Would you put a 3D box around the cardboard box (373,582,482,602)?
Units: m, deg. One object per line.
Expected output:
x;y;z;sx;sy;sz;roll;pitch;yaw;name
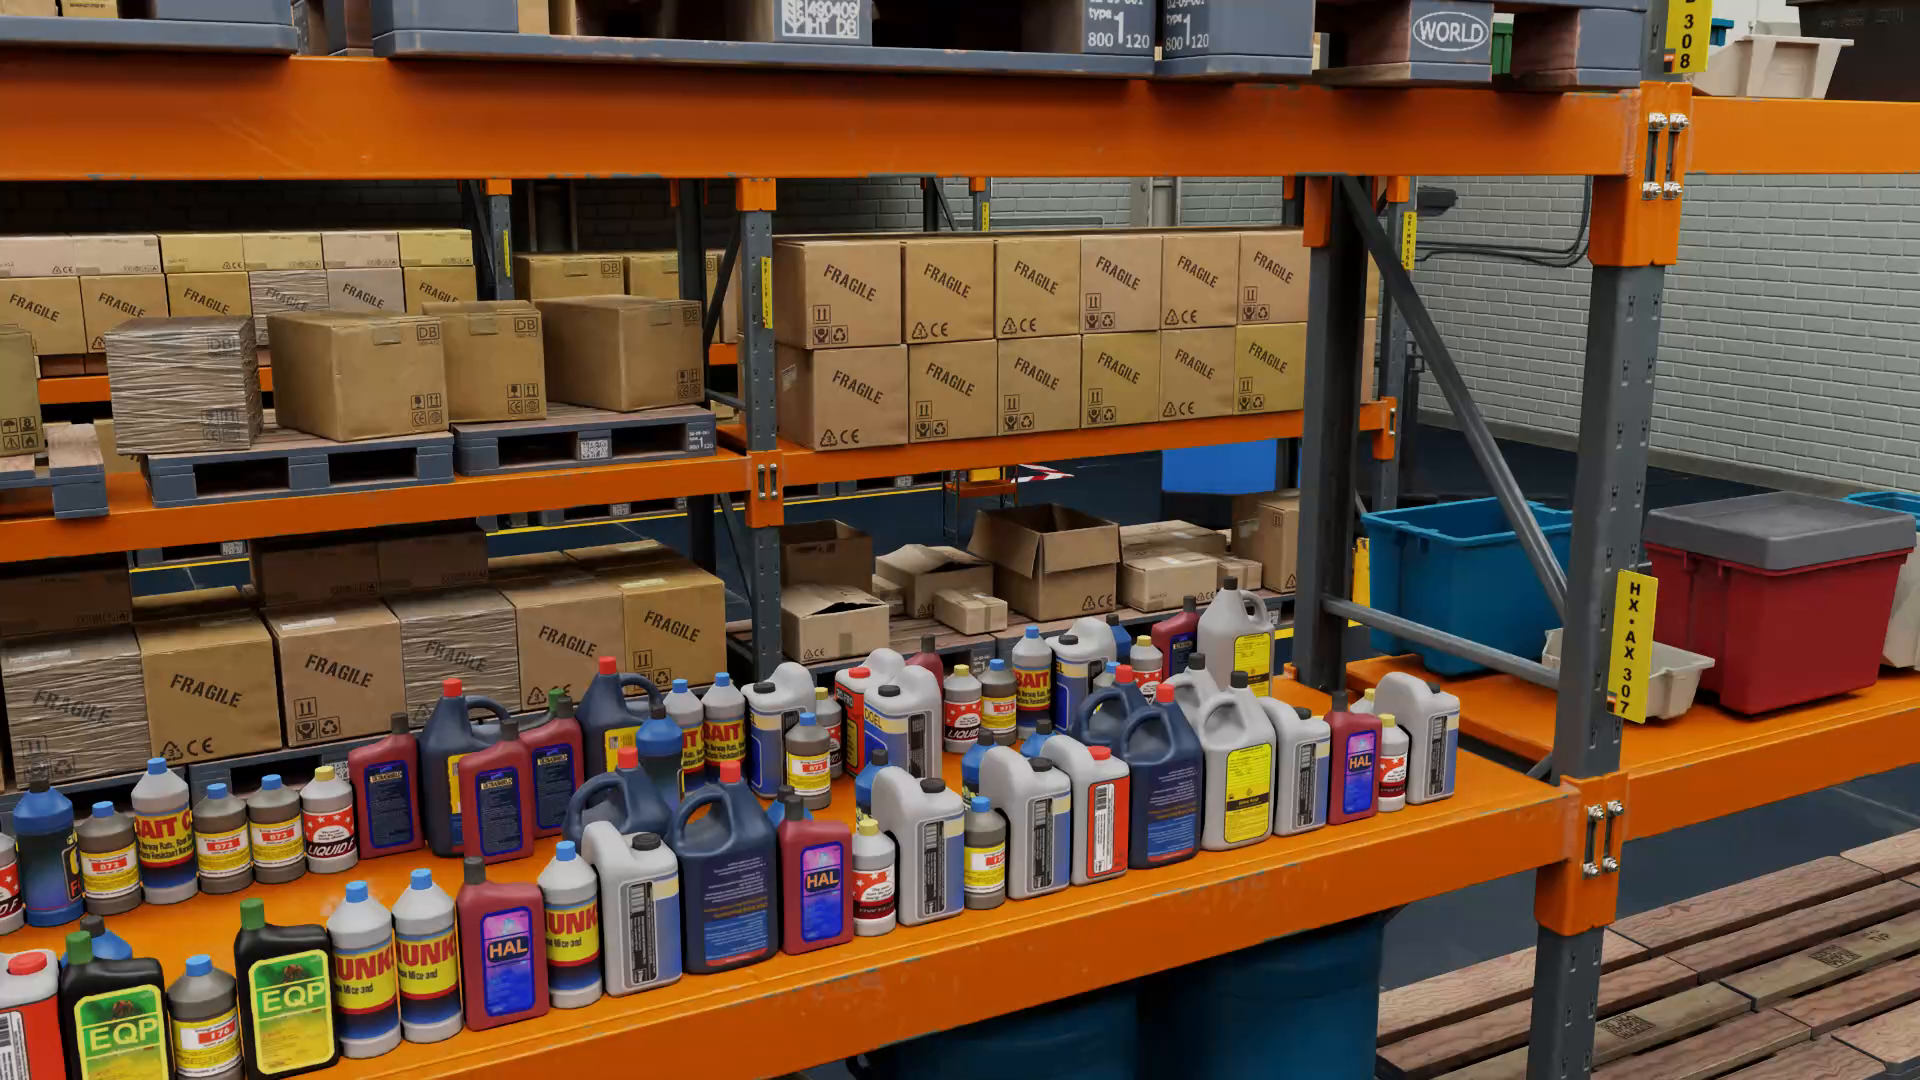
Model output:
-2.617;0.423;8.087;0.500;0.500;0.500;-7;14;-27;cardboard box

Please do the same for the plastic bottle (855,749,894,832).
-0.153;0.535;3.194;0.097;0.271;0.097;0;13;0;plastic bottle

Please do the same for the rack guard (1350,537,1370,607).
2.273;0.112;10.473;0.348;0.500;1.175;-7;14;-28;rack guard

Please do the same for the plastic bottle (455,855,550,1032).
-0.741;0.642;2.690;0.133;0.283;0.061;-7;14;-28;plastic bottle

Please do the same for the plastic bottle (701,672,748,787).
-0.521;0.427;3.673;0.097;0.271;0.097;0;13;0;plastic bottle

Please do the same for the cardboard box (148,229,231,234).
-5.430;-2.056;11.755;0.500;0.250;0.500;-7;15;-29;cardboard box

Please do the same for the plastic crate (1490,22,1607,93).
1.426;-1.203;4.271;0.662;0.188;0.450;-7;14;-28;plastic crate

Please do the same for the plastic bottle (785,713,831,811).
-0.330;0.476;3.613;0.097;0.201;0.097;0;13;0;plastic bottle

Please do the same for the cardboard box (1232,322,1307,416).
1.624;-1.009;9.535;0.500;0.500;0.500;-7;14;-27;cardboard box

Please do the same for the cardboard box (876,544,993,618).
-0.148;0.209;9.471;0.500;0.311;0.500;-7;14;-28;cardboard box

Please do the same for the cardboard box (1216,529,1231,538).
1.808;0.039;10.597;0.250;0.149;0.380;-7;14;-28;cardboard box

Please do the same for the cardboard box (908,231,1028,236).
0.040;-1.442;9.179;0.500;0.500;0.500;-7;14;-27;cardboard box

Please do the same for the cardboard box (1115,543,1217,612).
1.133;0.210;9.604;0.500;0.250;0.500;-7;14;-28;cardboard box

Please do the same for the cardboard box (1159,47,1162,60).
1.132;-2.542;8.943;0.500;0.250;0.500;-7;14;-28;cardboard box

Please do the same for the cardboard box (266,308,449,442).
-2.692;-0.751;7.428;0.500;0.500;0.700;-12;17;-42;cardboard box

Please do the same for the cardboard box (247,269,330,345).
-4.720;-1.649;11.652;0.500;0.500;0.500;-7;14;-28;cardboard box

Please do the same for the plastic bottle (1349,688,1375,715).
0.932;0.439;3.780;0.097;0.201;0.097;0;13;0;plastic bottle

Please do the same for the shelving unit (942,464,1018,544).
0.145;-0.603;12.055;0.503;1.200;0.258;-7;14;-28;shelving unit

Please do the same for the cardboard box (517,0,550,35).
-2.224;-2.347;7.462;0.600;0.600;0.600;-7;14;-28;cardboard box

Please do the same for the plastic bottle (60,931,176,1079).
-1.231;0.701;2.429;0.133;0.283;0.061;-7;14;-28;plastic bottle

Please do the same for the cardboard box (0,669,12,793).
-4.145;0.738;6.688;0.500;0.500;0.500;-6;14;-25;cardboard box

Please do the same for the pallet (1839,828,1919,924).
3.968;1.279;5.944;1.213;0.211;1.003;-7;14;-28;pallet

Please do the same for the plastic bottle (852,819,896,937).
-0.165;0.608;3.026;0.097;0.201;0.097;0;13;0;plastic bottle

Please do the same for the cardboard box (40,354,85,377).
-5.998;-1.192;11.101;0.250;0.149;0.380;-7;14;-28;cardboard box

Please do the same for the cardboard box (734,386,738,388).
-1.701;-1.197;13.854;0.250;0.149;0.380;-7;14;-27;cardboard box

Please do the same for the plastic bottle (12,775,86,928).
-1.678;0.566;3.057;0.097;0.271;0.097;0;13;0;plastic bottle

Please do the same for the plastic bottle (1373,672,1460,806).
1.008;0.425;3.673;0.135;0.276;0.152;-7;14;-28;plastic bottle

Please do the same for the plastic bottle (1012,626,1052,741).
0.174;0.344;4.043;0.097;0.271;0.097;0;13;0;plastic bottle

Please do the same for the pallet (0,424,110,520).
-4.120;-0.265;6.892;1.003;0.211;1.213;-7;14;-28;pallet

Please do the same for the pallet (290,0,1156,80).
-0.436;-0.890;2.829;1.213;0.211;1.003;-7;14;-28;pallet

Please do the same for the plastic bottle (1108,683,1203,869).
0.387;0.464;3.330;0.185;0.351;0.144;-7;14;-28;plastic bottle

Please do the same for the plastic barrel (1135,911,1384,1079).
0.714;1.133;4.065;0.708;0.901;0.600;-7;14;-28;plastic barrel

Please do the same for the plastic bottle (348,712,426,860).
-1.158;0.493;3.352;0.133;0.283;0.061;-7;14;-28;plastic bottle

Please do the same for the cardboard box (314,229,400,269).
-4.288;-2.068;11.808;0.500;0.250;0.500;-6;14;-27;cardboard box

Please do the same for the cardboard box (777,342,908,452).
-0.593;-0.745;8.358;0.500;0.500;0.500;-6;14;-26;cardboard box

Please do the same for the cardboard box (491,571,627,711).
-1.905;0.468;7.890;0.500;0.500;0.500;-7;14;-28;cardboard box

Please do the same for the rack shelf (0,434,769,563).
-2.926;-0.133;7.508;4.000;0.370;1.077;-7;14;-28;rack shelf

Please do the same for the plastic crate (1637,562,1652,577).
2.053;0.196;4.898;0.590;0.125;0.437;-7;14;-28;plastic crate

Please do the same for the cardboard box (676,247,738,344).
-1.786;-2.003;13.496;0.700;0.700;0.980;-8;15;-31;cardboard box

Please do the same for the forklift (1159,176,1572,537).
3.055;-1.529;12.229;3.031;2.935;1.130;2;13;11;forklift

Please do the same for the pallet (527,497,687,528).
-2.843;-0.353;13.199;1.213;0.211;1.003;-7;14;-28;pallet

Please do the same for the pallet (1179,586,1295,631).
1.574;0.337;10.131;1.213;0.211;1.003;-7;14;-28;pallet

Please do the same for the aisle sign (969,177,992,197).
0.170;-3.288;13.965;0.004;0.787;0.394;-7;14;-28;aisle sign

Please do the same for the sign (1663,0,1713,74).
1.461;-1.101;3.318;0.005;0.325;0.100;-7;14;-28;sign

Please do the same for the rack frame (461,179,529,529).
-3.548;-1.649;12.604;0.127;3.000;1.000;-7;14;-28;rack frame

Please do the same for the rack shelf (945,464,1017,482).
0.145;-0.537;12.070;0.480;0.148;0.258;-7;14;-28;rack shelf

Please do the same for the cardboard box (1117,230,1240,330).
1.185;-1.443;9.186;0.500;0.500;0.500;-6;14;-26;cardboard box

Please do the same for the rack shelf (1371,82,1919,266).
2.955;-1.063;4.805;4.000;0.370;1.077;-7;14;-28;rack shelf

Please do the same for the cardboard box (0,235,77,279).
-6.065;-1.852;10.850;0.500;0.250;0.500;-7;14;-29;cardboard box
